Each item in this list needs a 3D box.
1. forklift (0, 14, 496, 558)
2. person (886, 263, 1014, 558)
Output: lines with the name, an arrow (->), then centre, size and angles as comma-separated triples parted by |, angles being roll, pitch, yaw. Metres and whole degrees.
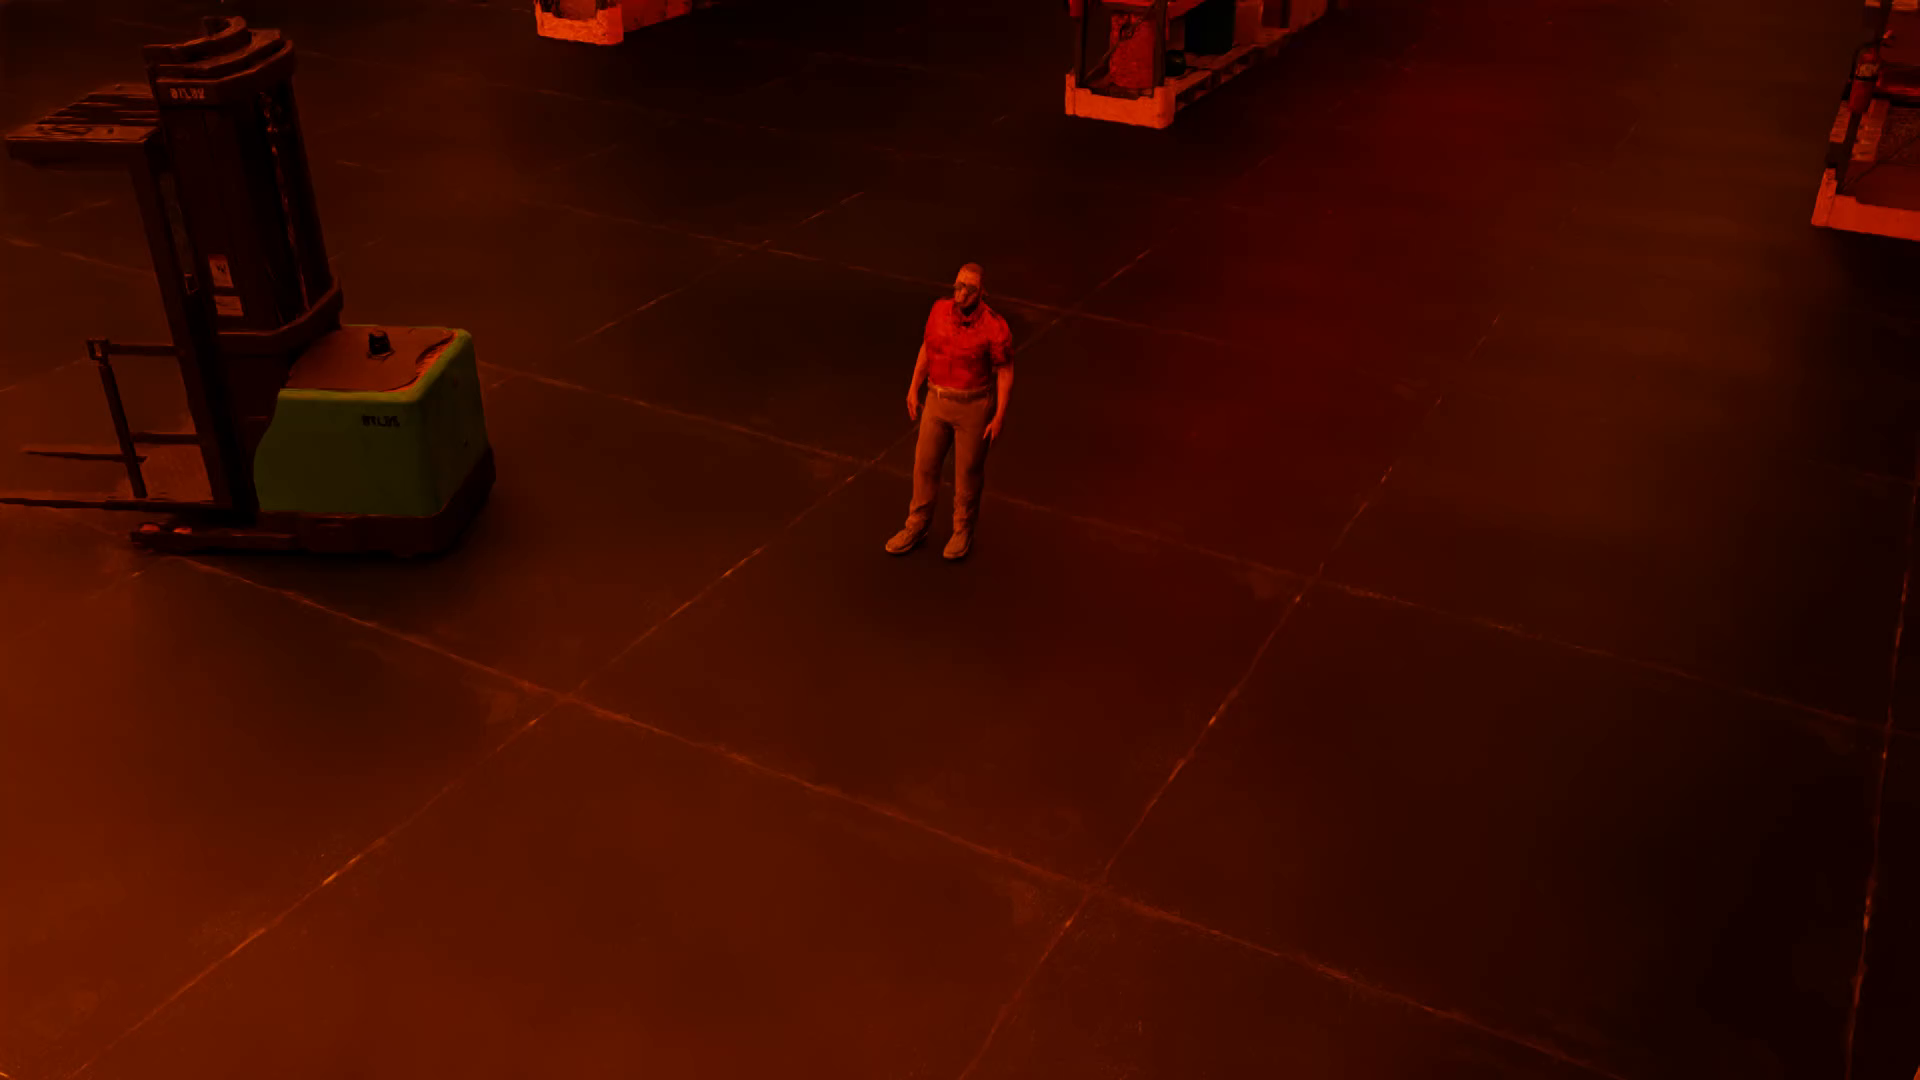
forklift -> -4.485, -1.449, 9.581 | 3.031, 2.935, 1.130 | 2, 30, 4
person -> -0.054, -0.719, 9.504 | 0.640, 1.727, 0.550 | 15, 33, 25
